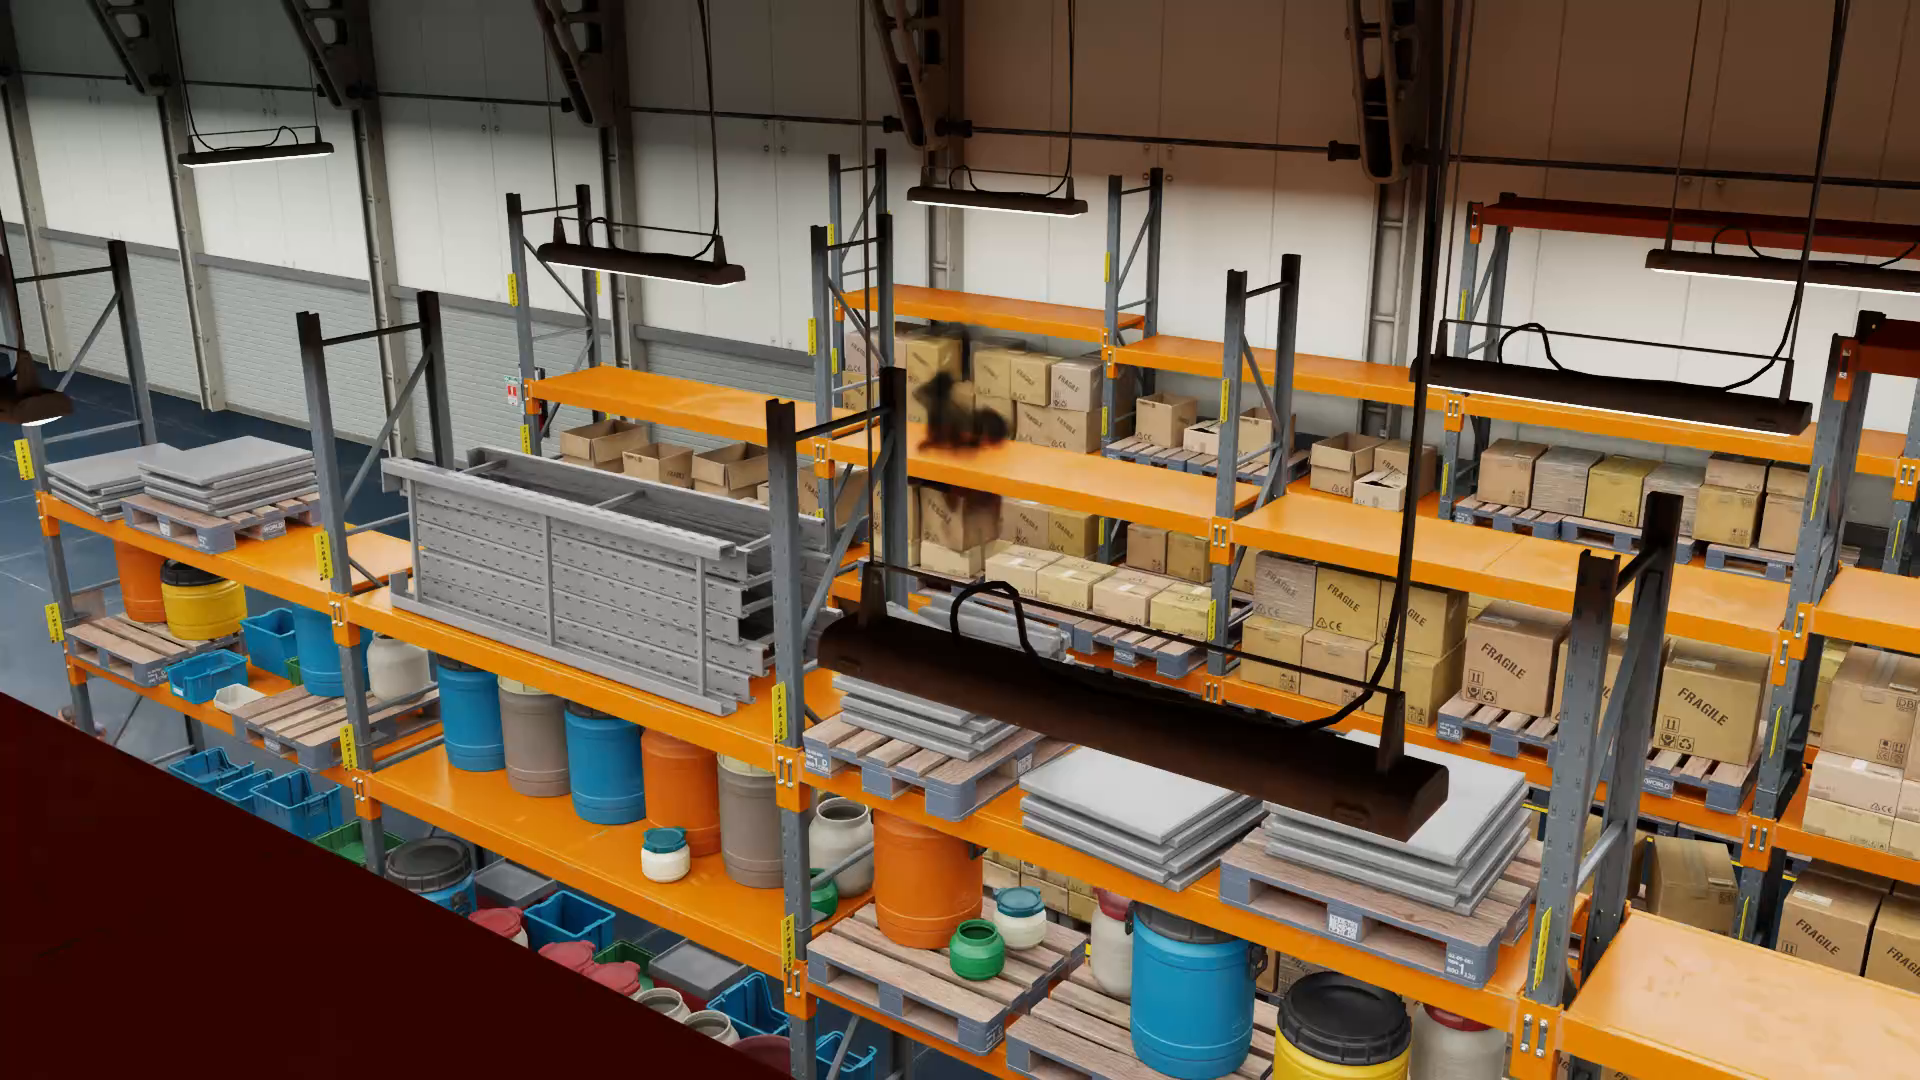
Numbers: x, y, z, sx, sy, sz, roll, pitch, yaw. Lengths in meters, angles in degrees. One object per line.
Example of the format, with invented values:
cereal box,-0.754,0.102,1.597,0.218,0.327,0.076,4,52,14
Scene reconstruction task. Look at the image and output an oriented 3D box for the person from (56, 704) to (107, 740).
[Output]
person,-8.225,2.302,15.742,0.864,1.656,0.616,-7,20,-20
